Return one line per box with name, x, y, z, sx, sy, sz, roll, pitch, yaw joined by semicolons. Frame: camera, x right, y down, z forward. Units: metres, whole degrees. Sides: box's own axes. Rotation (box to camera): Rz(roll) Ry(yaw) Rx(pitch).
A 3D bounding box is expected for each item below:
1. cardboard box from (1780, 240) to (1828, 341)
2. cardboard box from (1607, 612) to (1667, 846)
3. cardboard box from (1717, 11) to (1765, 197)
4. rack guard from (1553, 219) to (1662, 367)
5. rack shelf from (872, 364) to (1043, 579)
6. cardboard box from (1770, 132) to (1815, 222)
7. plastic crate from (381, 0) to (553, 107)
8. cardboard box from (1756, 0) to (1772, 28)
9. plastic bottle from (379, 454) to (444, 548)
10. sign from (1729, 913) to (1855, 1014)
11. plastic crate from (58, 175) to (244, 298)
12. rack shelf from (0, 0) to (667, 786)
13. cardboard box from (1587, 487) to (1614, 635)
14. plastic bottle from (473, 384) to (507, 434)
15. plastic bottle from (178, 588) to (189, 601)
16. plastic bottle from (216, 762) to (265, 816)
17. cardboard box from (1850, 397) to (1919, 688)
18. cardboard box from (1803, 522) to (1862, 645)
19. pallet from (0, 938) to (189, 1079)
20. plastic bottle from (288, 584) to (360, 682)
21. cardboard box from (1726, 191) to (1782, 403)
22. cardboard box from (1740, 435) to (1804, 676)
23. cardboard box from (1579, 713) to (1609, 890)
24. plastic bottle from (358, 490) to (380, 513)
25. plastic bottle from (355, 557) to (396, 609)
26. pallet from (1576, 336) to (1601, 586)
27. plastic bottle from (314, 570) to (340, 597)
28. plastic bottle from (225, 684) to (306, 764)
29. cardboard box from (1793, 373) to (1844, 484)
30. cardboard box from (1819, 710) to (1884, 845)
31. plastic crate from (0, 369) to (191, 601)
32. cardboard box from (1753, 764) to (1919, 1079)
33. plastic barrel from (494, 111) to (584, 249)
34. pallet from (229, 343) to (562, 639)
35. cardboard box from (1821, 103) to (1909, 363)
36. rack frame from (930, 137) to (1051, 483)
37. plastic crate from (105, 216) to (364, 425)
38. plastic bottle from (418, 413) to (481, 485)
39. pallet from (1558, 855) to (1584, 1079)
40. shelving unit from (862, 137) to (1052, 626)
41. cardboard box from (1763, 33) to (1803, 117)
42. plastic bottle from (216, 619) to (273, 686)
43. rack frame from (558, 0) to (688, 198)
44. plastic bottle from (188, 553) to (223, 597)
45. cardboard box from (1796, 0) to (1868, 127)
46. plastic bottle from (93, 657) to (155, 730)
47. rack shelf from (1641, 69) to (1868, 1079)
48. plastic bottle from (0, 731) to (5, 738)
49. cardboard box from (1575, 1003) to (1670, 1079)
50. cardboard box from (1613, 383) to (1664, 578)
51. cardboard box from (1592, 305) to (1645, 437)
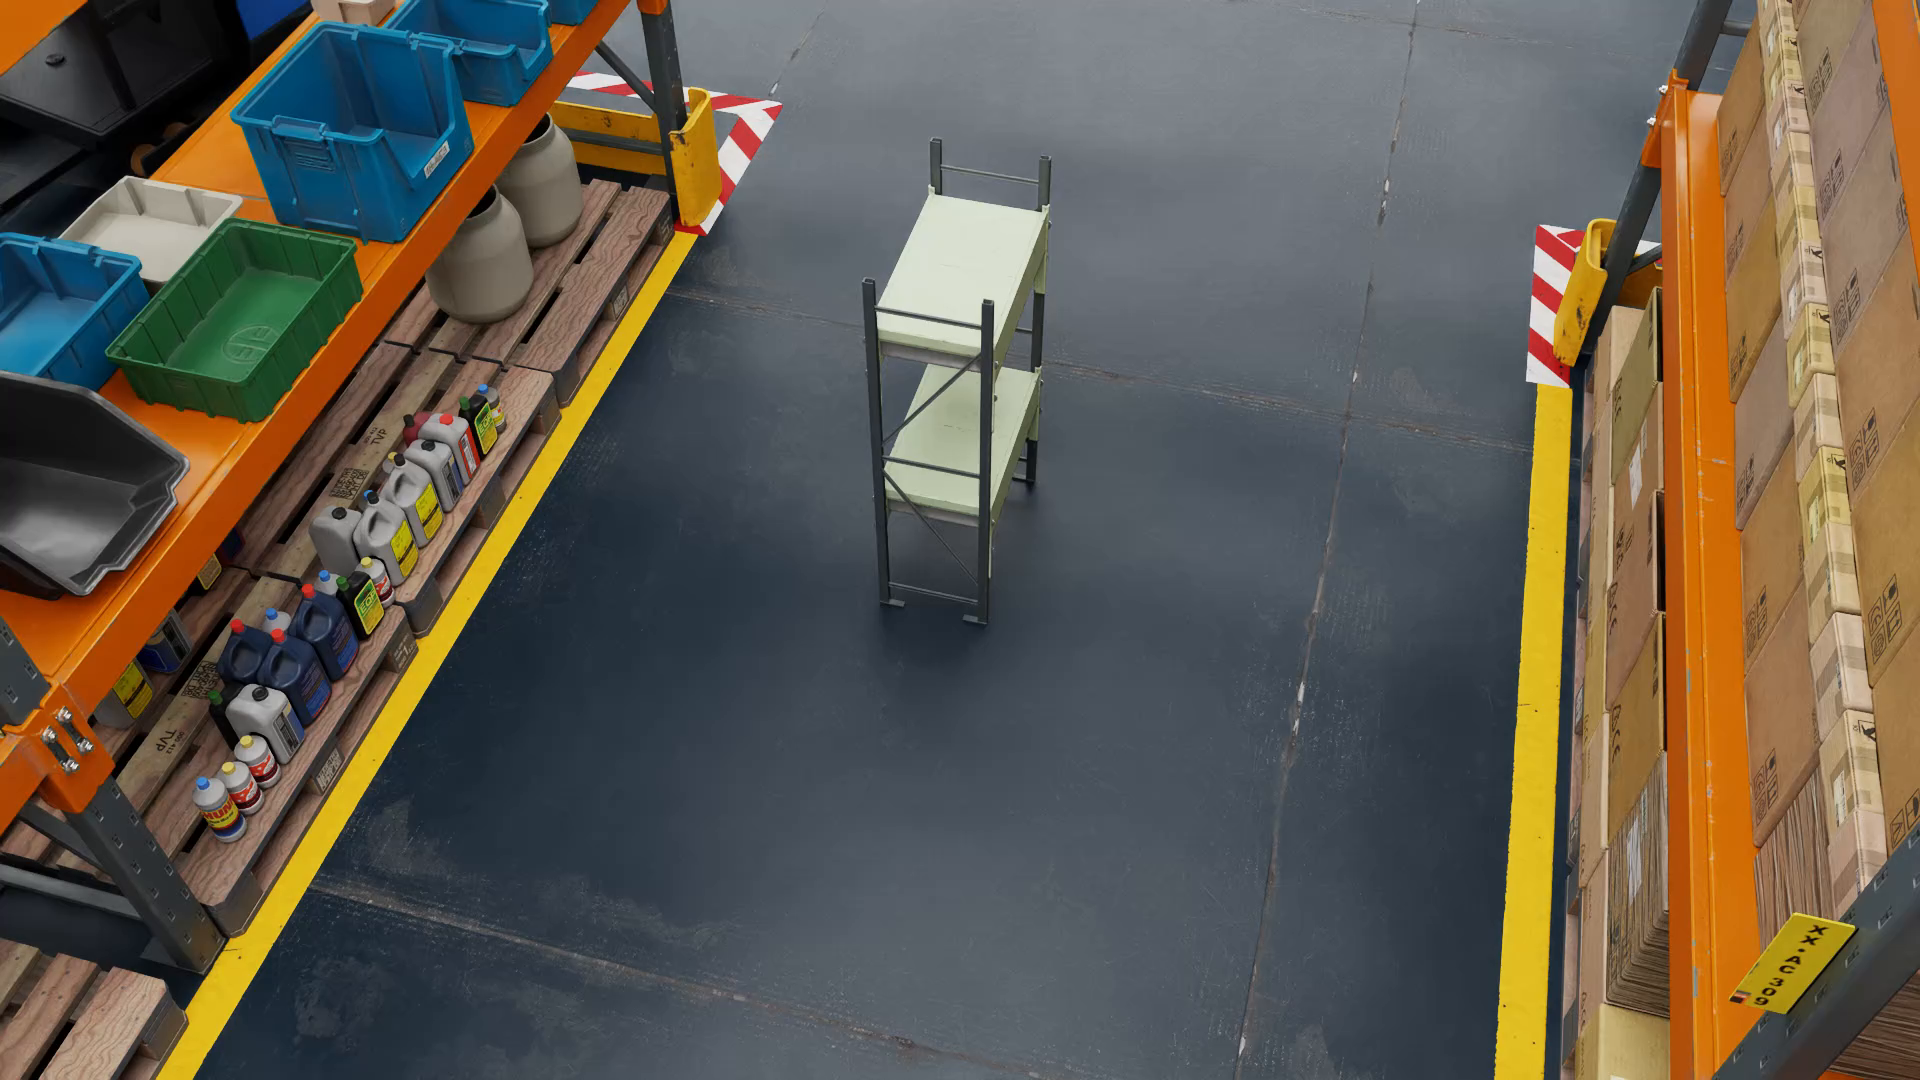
cardboard box;2.345;-0.612;4.290;0.380;0.149;0.250;12;50;10
cardboard box;2.191;0.599;4.775;0.500;0.500;0.500;12;50;10
cardboard box;2.926;-1.415;5.432;0.700;0.500;0.500;12;50;10
rack guard;3.068;-0.907;6.717;1.175;0.500;0.348;12;50;10
rack shelf;0.002;-0.285;5.936;0.431;0.370;0.720;12;50;10
cardboard box;2.480;-0.977;4.612;0.380;0.149;0.250;10;49;9
plastic crate;-1.736;-1.759;5.901;0.499;0.251;0.408;12;50;10
cardboard box;2.750;-1.724;5.271;0.380;0.149;0.250;11;50;10
plastic bottle;-1.946;-0.154;5.858;0.144;0.351;0.185;13;50;12
sign;1.473;0.755;2.953;0.100;0.325;0.005;12;50;10
plastic crate;-2.586;-0.941;5.256;0.530;0.136;0.437;12;50;10
rack shelf;-2.243;-1.013;5.623;1.077;0.370;4.000;12;50;10
cardboard box;2.446;0.122;5.696;0.500;0.250;0.500;12;50;10
plastic bottle;-1.777;-0.502;6.265;0.097;0.201;0.097;0;49;0
plastic bottle;-2.742;0.032;5.695;0.144;0.351;0.185;11;50;10
plastic bottle;-2.236;0.759;5.153;0.097;0.201;0.097;0;49;0
cardboard box;2.251;0.026;3.295;0.700;0.500;0.500;11;50;10
cardboard box;2.075;0.131;3.635;0.380;0.149;0.250;11;50;10
pallet;-2.938;1.694;4.614;1.003;0.211;1.213;12;50;10
plastic bottle;-2.107;0.288;5.468;0.144;0.351;0.185;10;49;8
cardboard box;2.656;-0.676;4.780;0.700;0.500;0.500;12;50;10
cardboard box;2.388;0.076;4.116;0.700;0.500;0.500;12;50;11
cardboard box;2.178;0.844;5.058;0.500;0.250;0.500;12;50;10
plastic bottle;-2.074;-0.096;5.907;0.097;0.201;0.097;0;49;0
plastic bottle;-2.010;0.138;5.701;0.097;0.201;0.097;0;49;0
pallet;2.901;-0.233;6.315;1.003;0.211;1.213;12;50;10
plastic bottle;-2.104;0.201;5.598;0.097;0.271;0.097;0;49;0
plastic bottle;-2.204;0.568;5.271;0.152;0.276;0.135;13;50;11
cardboard box;2.209;-0.229;3.952;0.380;0.149;0.250;13;50;11
cardboard box;1.940;0.511;3.299;0.380;0.149;0.250;11;49;9
plastic crate;-2.509;-0.137;4.412;0.767;0.338;0.504;12;50;10
cardboard box;2.119;0.821;3.458;0.700;0.500;0.500;10;49;9
plastic barrel;-1.816;-1.522;6.972;0.421;0.512;0.421;0;49;0
pallet;-2.233;-0.244;6.325;1.003;0.211;1.213;12;50;10
cardboard box;2.515;-0.698;3.933;0.700;0.500;0.500;12;50;10
rack frame;0.098;-0.766;5.926;0.400;1.500;0.023;12;50;10
plastic crate;-2.140;-0.660;4.973;0.450;0.188;0.662;12;50;10
plastic bottle;-1.870;-0.350;6.081;0.152;0.276;0.135;12;50;10
pallet;2.258;1.532;4.757;1.003;0.211;1.213;12;50;10
shelving unit;0.002;-0.501;5.692;0.431;1.500;0.755;12;50;10
cardboard box;2.616;-1.352;4.943;0.380;0.149;0.250;12;50;10
plastic bottle;-2.295;0.396;5.373;0.144;0.351;0.185;12;50;10
rack frame;-1.716;-2.697;6.630;1.000;3.000;0.127;12;50;10
plastic bottle;-2.637;0.056;5.719;0.061;0.283;0.133;12;50;10
cardboard box;2.779;-1.425;4.575;0.700;0.500;0.500;10;49;9
plastic bottle;-2.739;0.433;5.341;0.144;0.351;0.185;12;50;10
rack shelf;2.535;-0.033;4.758;1.077;0.370;4.000;12;50;10
plastic bottle;-2.974;0.652;5.247;0.097;0.201;0.097;0;49;0
cardboard box;1.920;1.568;4.419;0.500;0.250;0.500;12;50;10
cardboard box;2.457;-0.124;5.413;0.500;0.500;0.500;12;50;10
cardboard box;2.706;-0.602;6.335;0.500;0.250;0.500;12;50;10
